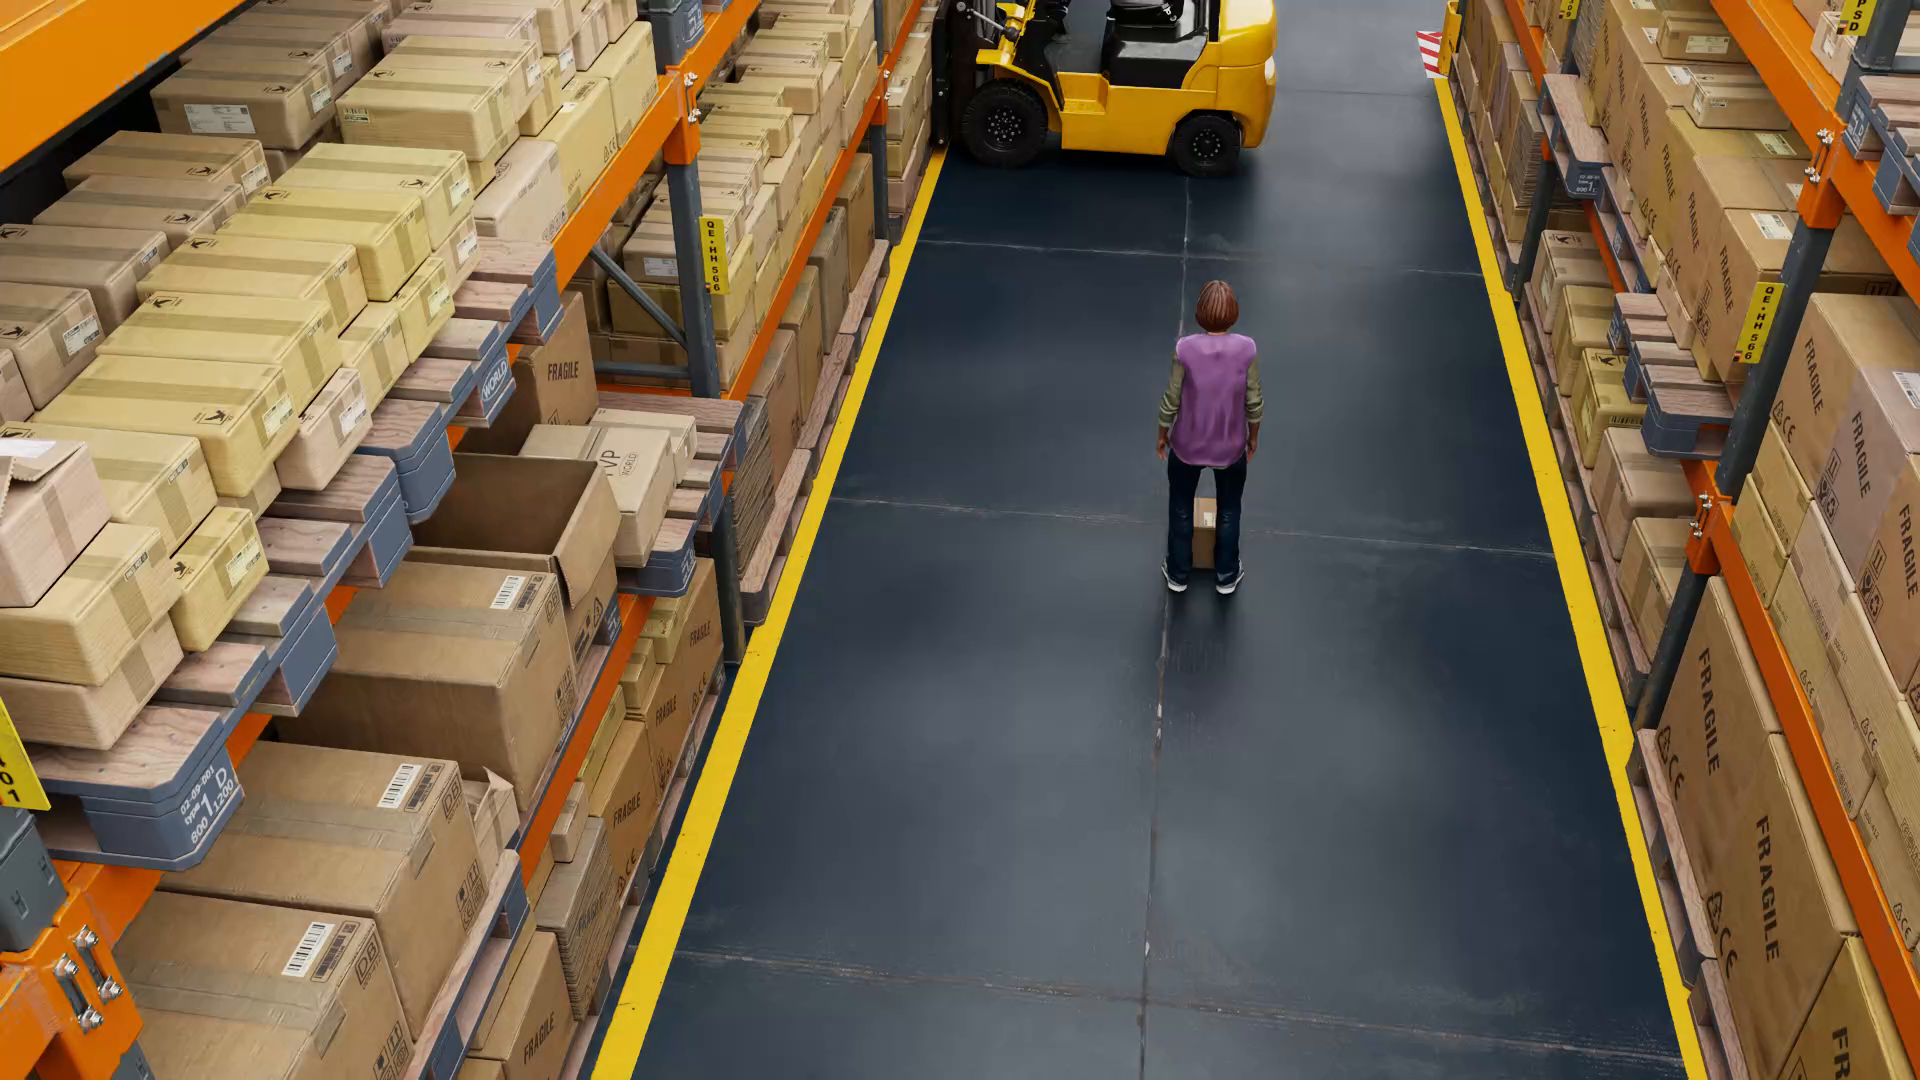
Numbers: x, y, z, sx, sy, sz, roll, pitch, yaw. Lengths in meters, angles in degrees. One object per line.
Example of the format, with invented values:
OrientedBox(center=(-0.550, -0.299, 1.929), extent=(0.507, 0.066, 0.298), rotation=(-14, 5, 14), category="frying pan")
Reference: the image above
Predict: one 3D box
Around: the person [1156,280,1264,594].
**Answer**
OrientedBox(center=(1.142, -0.435, 7.631), extent=(0.485, 1.594, 0.341), rotation=(3, 37, 3), category="person")
